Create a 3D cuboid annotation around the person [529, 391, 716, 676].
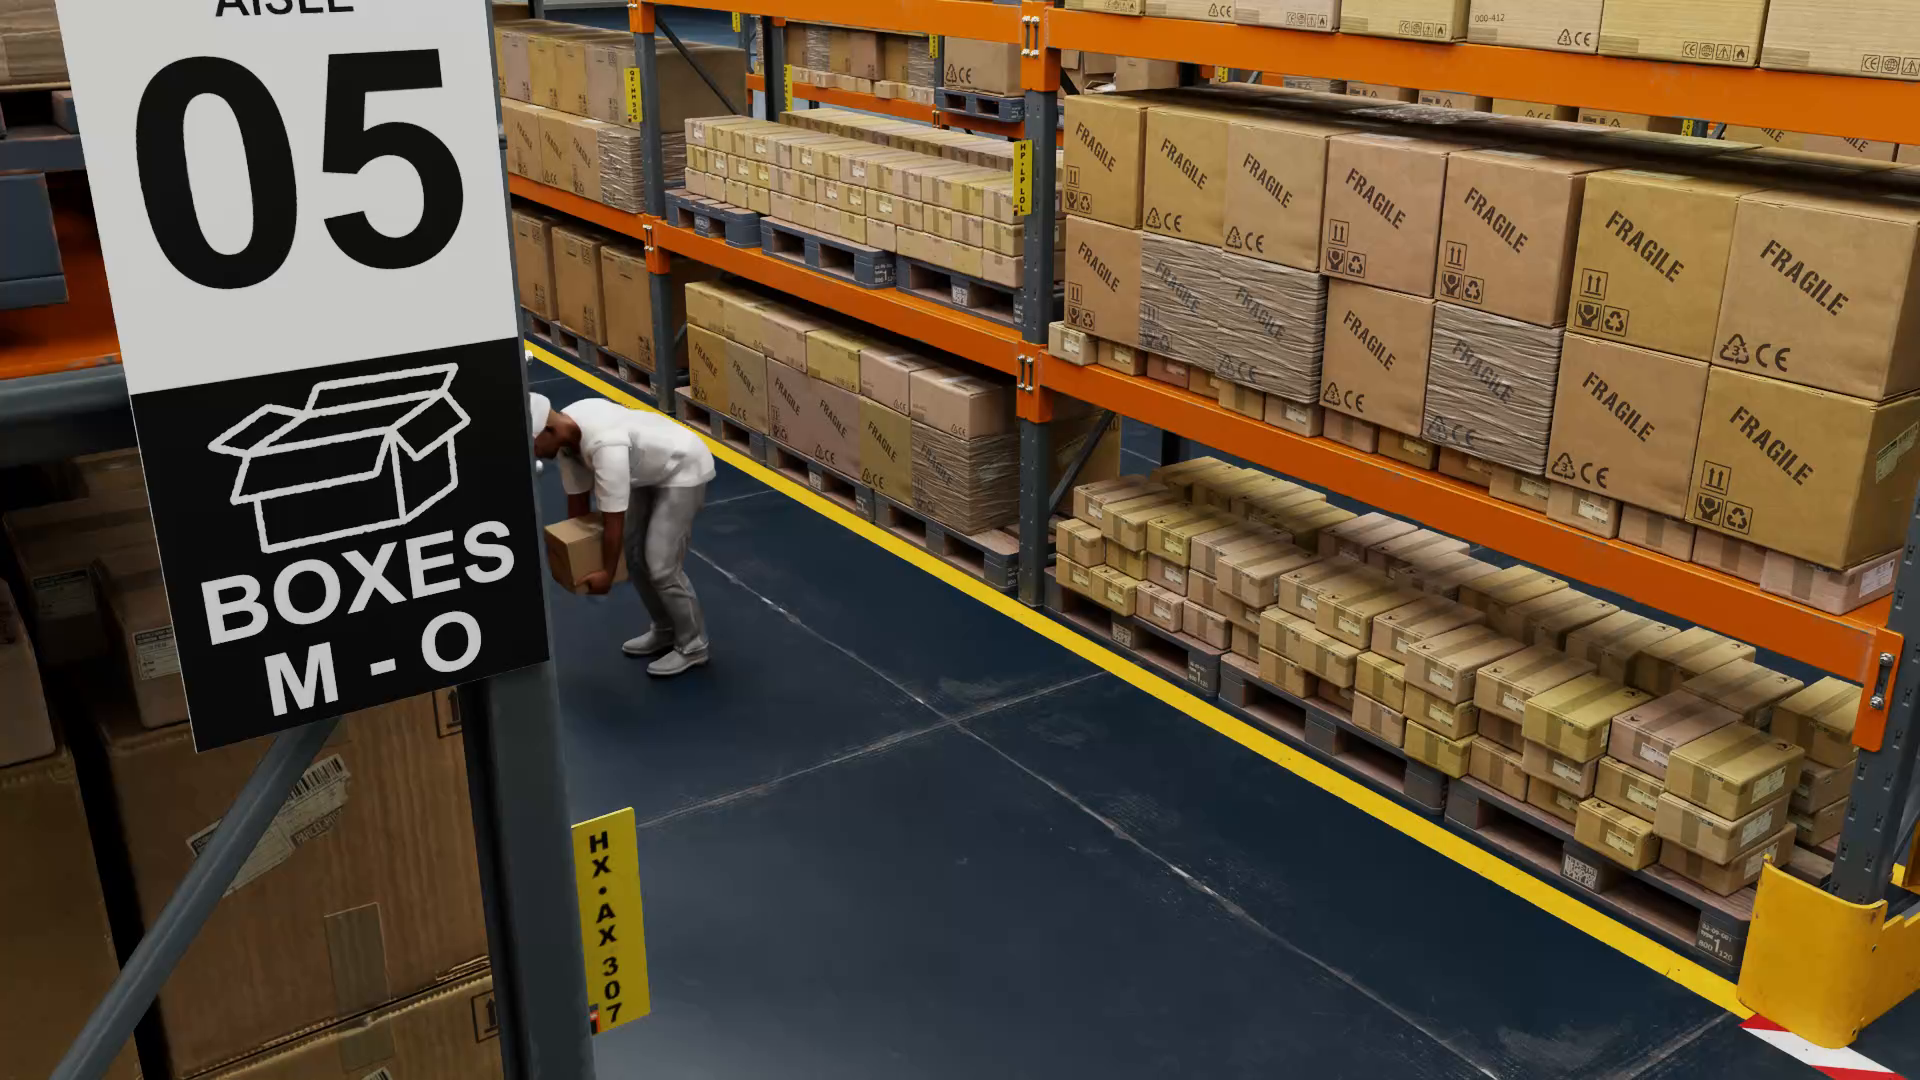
[{"bbox_3d":[-1.500,-0.046,7.233,0.918,1.355,0.475,-15,26,-34],"label":"person"}]
